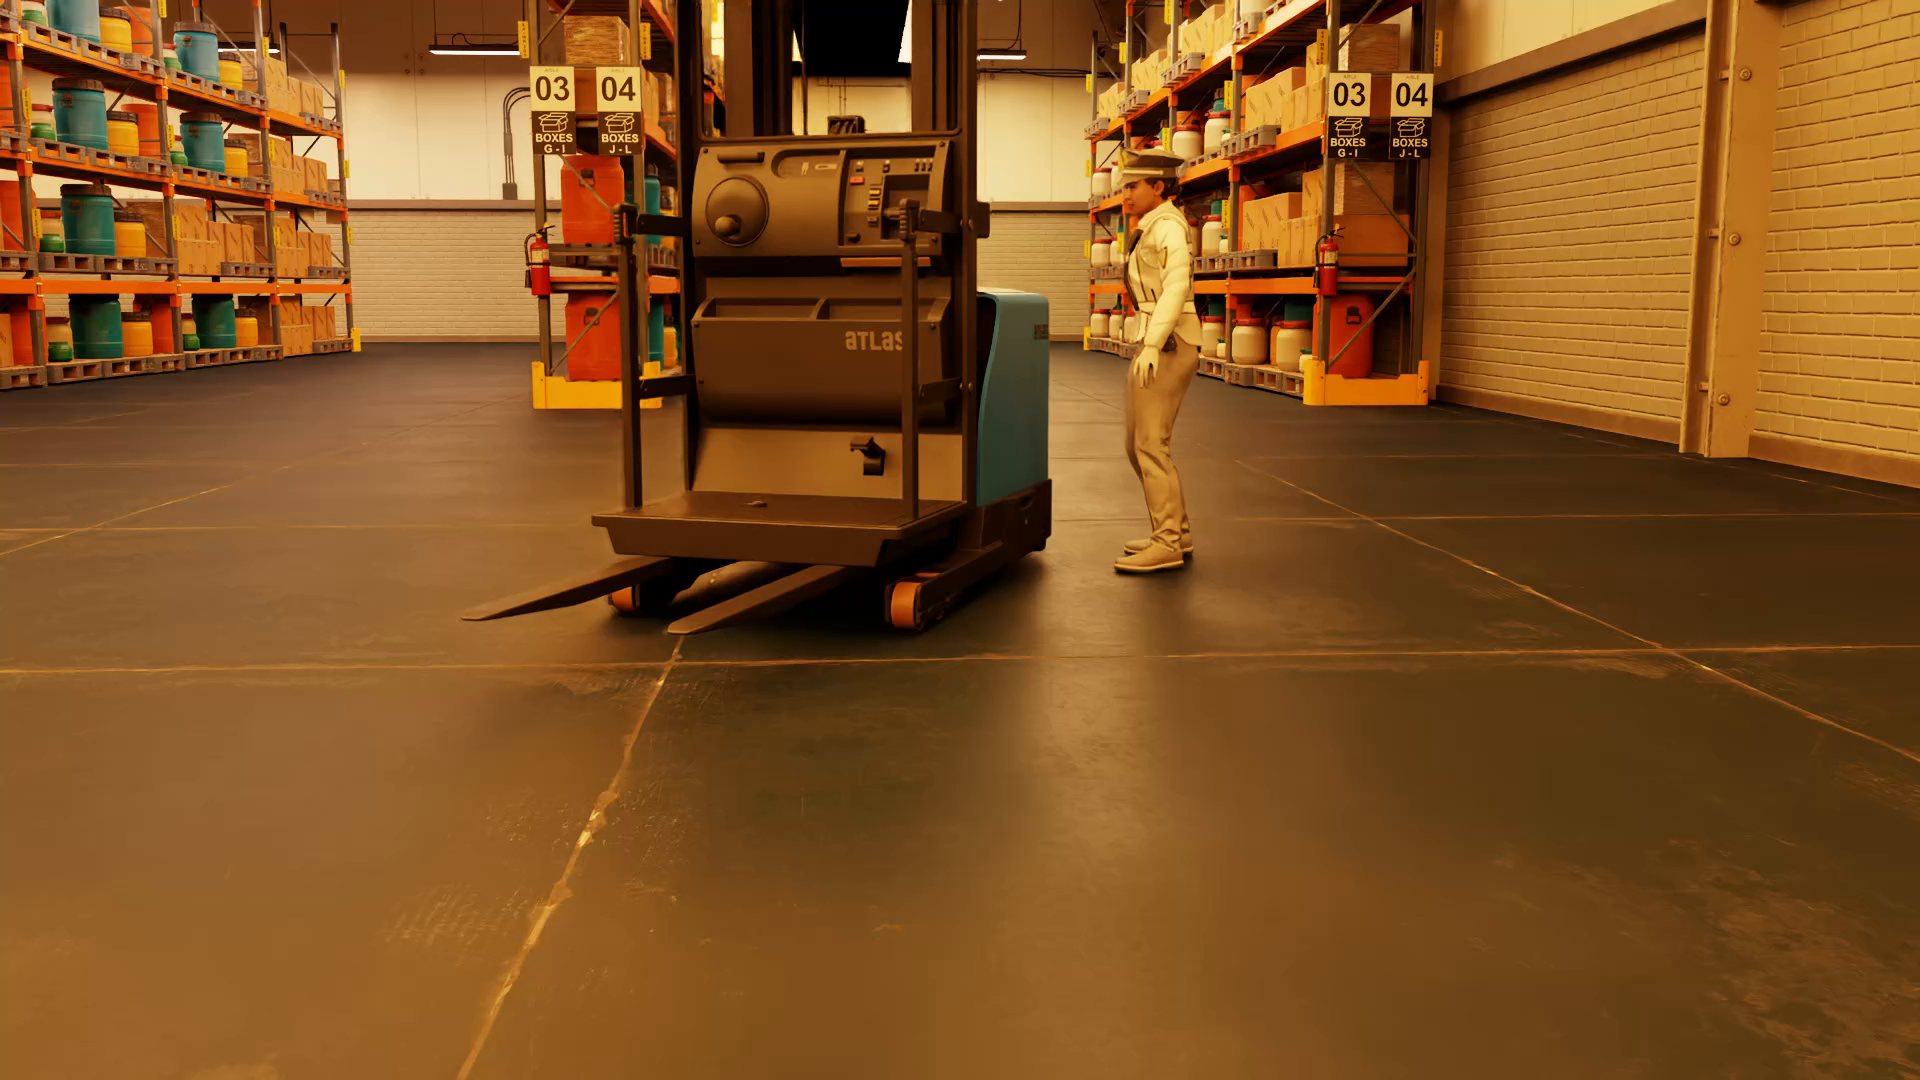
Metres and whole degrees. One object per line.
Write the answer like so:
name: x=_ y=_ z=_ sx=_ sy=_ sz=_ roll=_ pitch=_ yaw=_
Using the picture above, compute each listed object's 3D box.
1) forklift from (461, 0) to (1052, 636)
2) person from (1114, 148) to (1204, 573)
forklift: x=-0.550 y=-1.220 z=5.550 sx=1.130 sy=2.935 sz=3.031 roll=3 pitch=9 yaw=17
person: x=0.785 y=-0.732 z=6.672 sx=0.372 sy=1.642 sz=0.713 roll=0 pitch=8 yaw=0
